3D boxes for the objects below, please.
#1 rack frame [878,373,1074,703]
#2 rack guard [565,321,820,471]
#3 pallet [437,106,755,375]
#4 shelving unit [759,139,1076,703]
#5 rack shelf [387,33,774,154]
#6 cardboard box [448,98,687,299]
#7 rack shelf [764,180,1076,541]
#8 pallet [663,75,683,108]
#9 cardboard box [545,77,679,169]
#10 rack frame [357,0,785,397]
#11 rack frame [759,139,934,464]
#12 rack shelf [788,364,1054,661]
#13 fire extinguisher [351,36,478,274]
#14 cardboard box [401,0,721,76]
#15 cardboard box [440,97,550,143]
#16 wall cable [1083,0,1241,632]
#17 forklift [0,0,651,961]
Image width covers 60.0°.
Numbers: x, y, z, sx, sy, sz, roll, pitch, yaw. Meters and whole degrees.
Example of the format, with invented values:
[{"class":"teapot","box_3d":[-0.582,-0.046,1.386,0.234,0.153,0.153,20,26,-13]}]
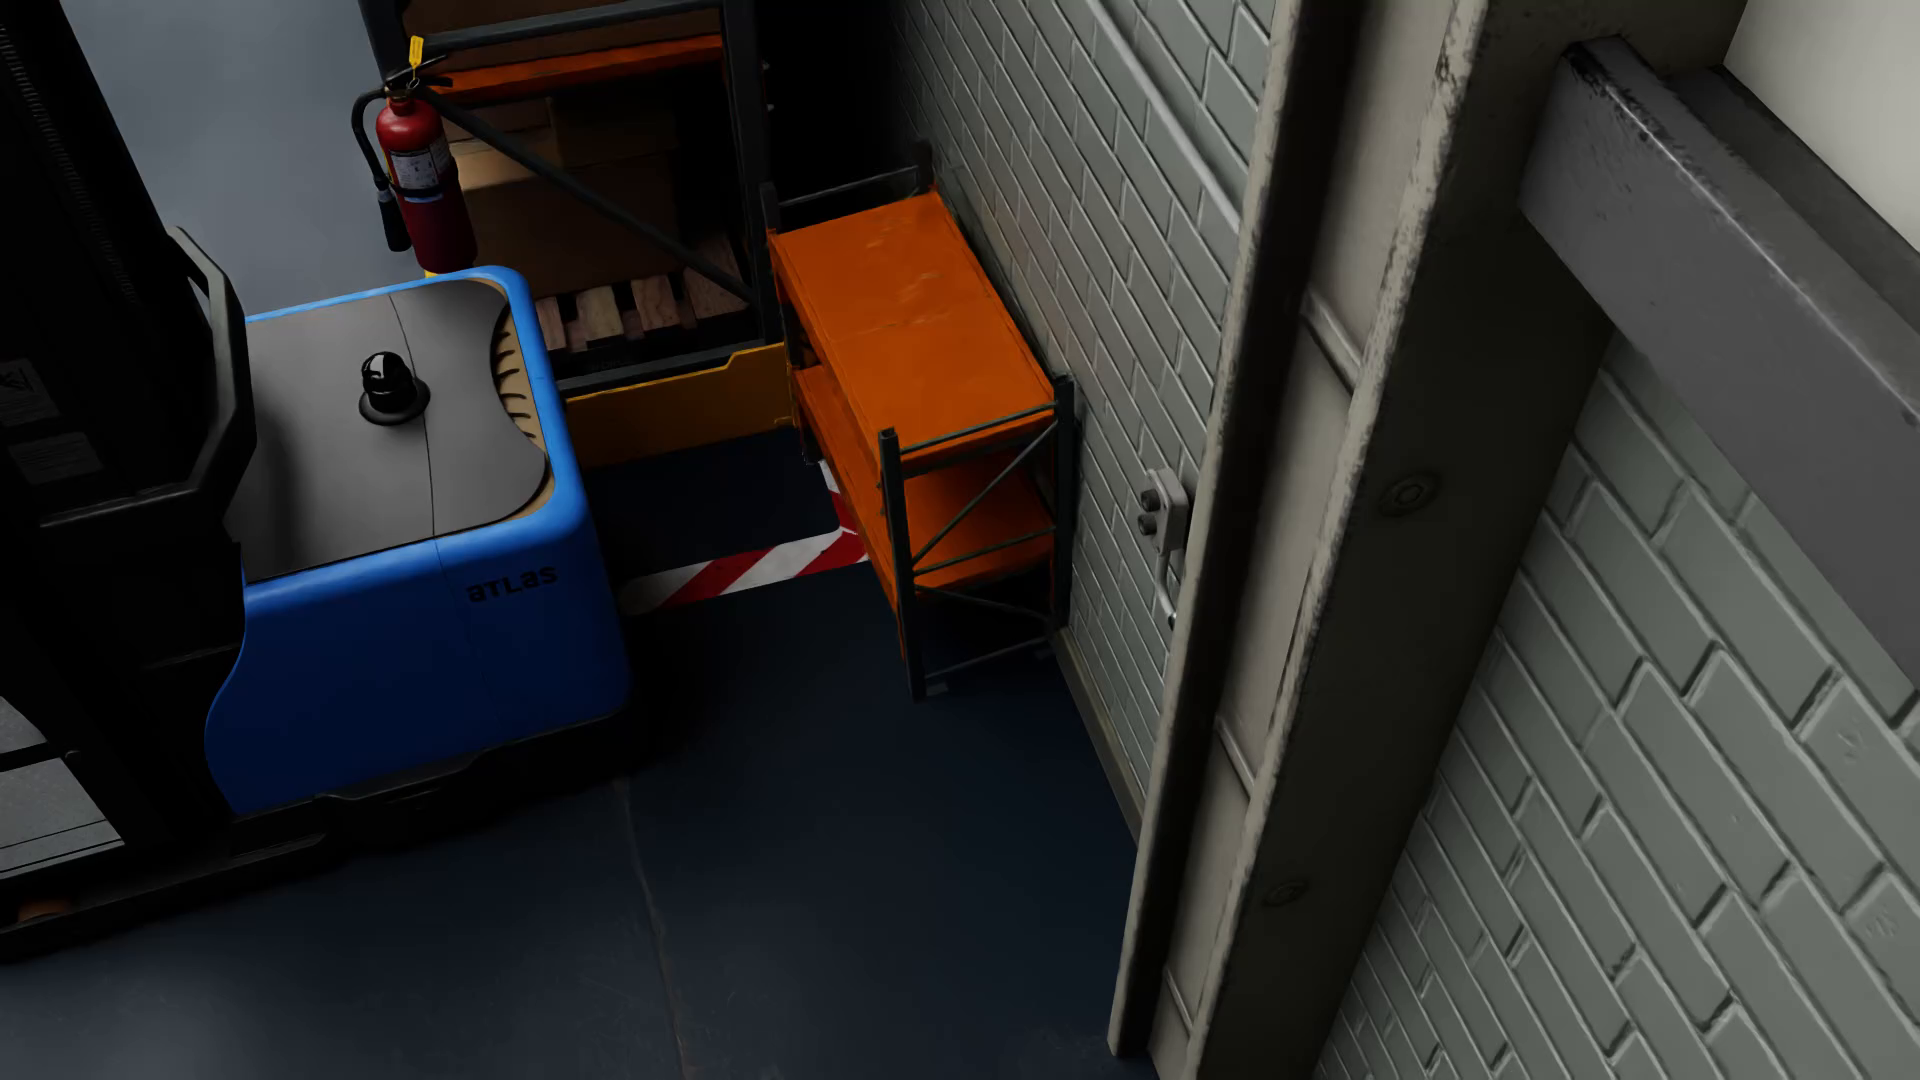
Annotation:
[{"class":"rack frame","box_3d":[0.066,0.032,4.462,0.500,1.125,0.032,-18,52,-11]},{"class":"rack guard","box_3d":[-1.044,-0.557,5.393,1.175,0.500,0.348,-13,51,-11]},{"class":"pallet","box_3d":[-1.362,-1.048,5.995,1.003,0.211,1.213,-13,51,-11]},{"class":"shelving unit","box_3d":[-0.114,-0.330,4.770,0.538,1.125,1.048,-18,52,-11]},{"class":"rack shelf","box_3d":[-1.642,-2.609,5.958,1.077,0.370,4.000,-13,51,-11]},{"class":"cardboard box","box_3d":[-1.353,-1.199,5.659,0.700,0.500,0.500,-13,51,-11]},{"class":"rack shelf","box_3d":[-0.127,-0.516,4.544,0.538,0.278,1.000,-18,52,-11]},{"class":"pallet","box_3d":[-1.719,-1.937,6.745,1.003,0.211,1.213,-13,51,-11]},{"class":"cardboard box","box_3d":[-1.125,-1.362,5.372,0.380,0.149,0.250,-13,51,-11]},{"class":"rack frame","box_3d":[-1.051,-1.380,4.452,1.000,3.000,0.127,-13,51,-11]},{"class":"rack frame","box_3d":[-0.294,-0.692,5.078,0.500,1.125,0.032,-18,52,-11]},{"class":"rack shelf","box_3d":[-0.103,-0.175,4.959,0.538,0.278,1.000,-18,52,-11]},{"class":"fire extinguisher","box_3d":[-1.447,-1.021,4.443,0.296,0.674,0.183,-13,51,-11]},{"class":"cardboard box","box_3d":[-1.211,-1.847,4.649,0.980,0.700,0.700,-11,51,-9]},{"class":"cardboard box","box_3d":[-1.565,-1.460,5.455,0.380,0.149,0.250,-14,51,-11]},{"class":"wall cable","box_3d":[0.231,-0.986,3.455,0.084,1.984,1.851,-13,51,-11]},{"class":"forklift","box_3d":[-2.445,-0.294,3.581,3.031,2.935,1.130,-15,51,-12]}]
